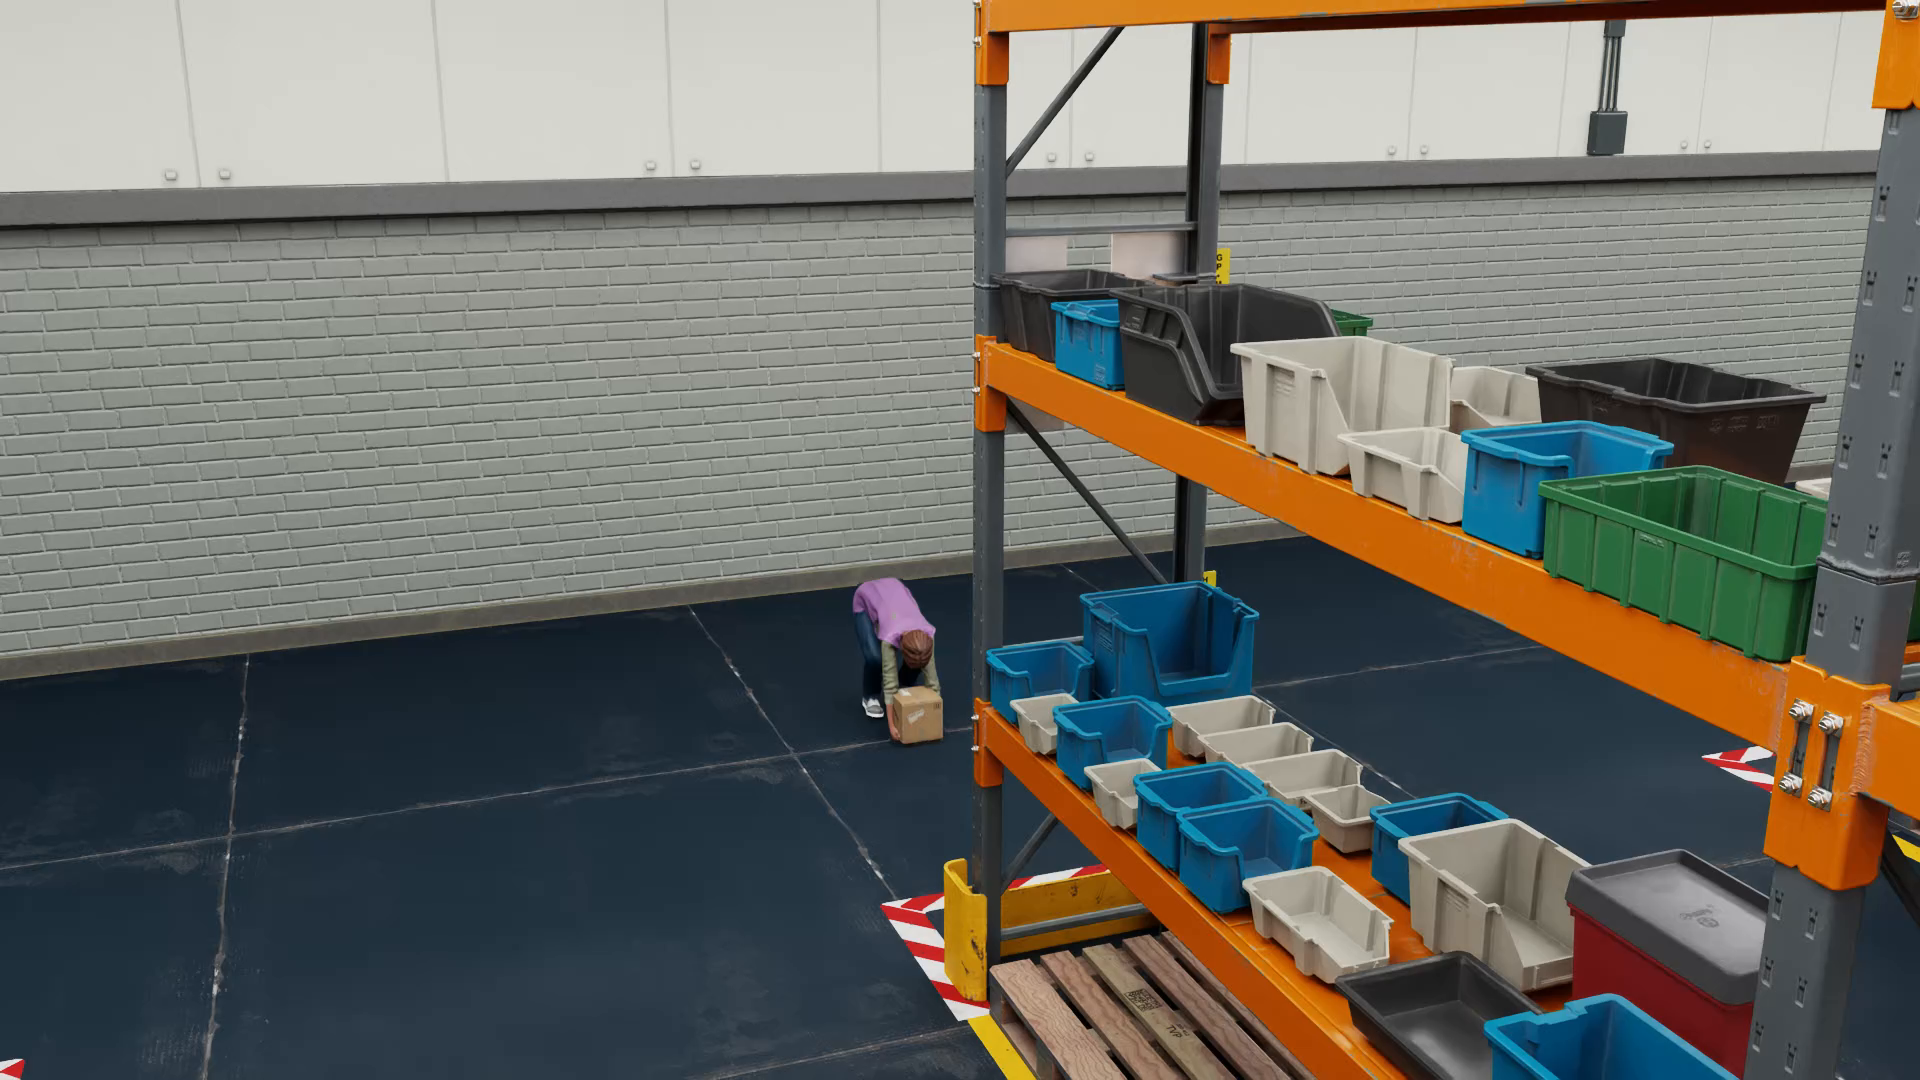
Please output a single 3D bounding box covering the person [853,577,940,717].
[{"bbox_3d":[-4.497,0.346,6.906,10.315,3.195,2.876,-7,17,-23],"label":"person"}]
